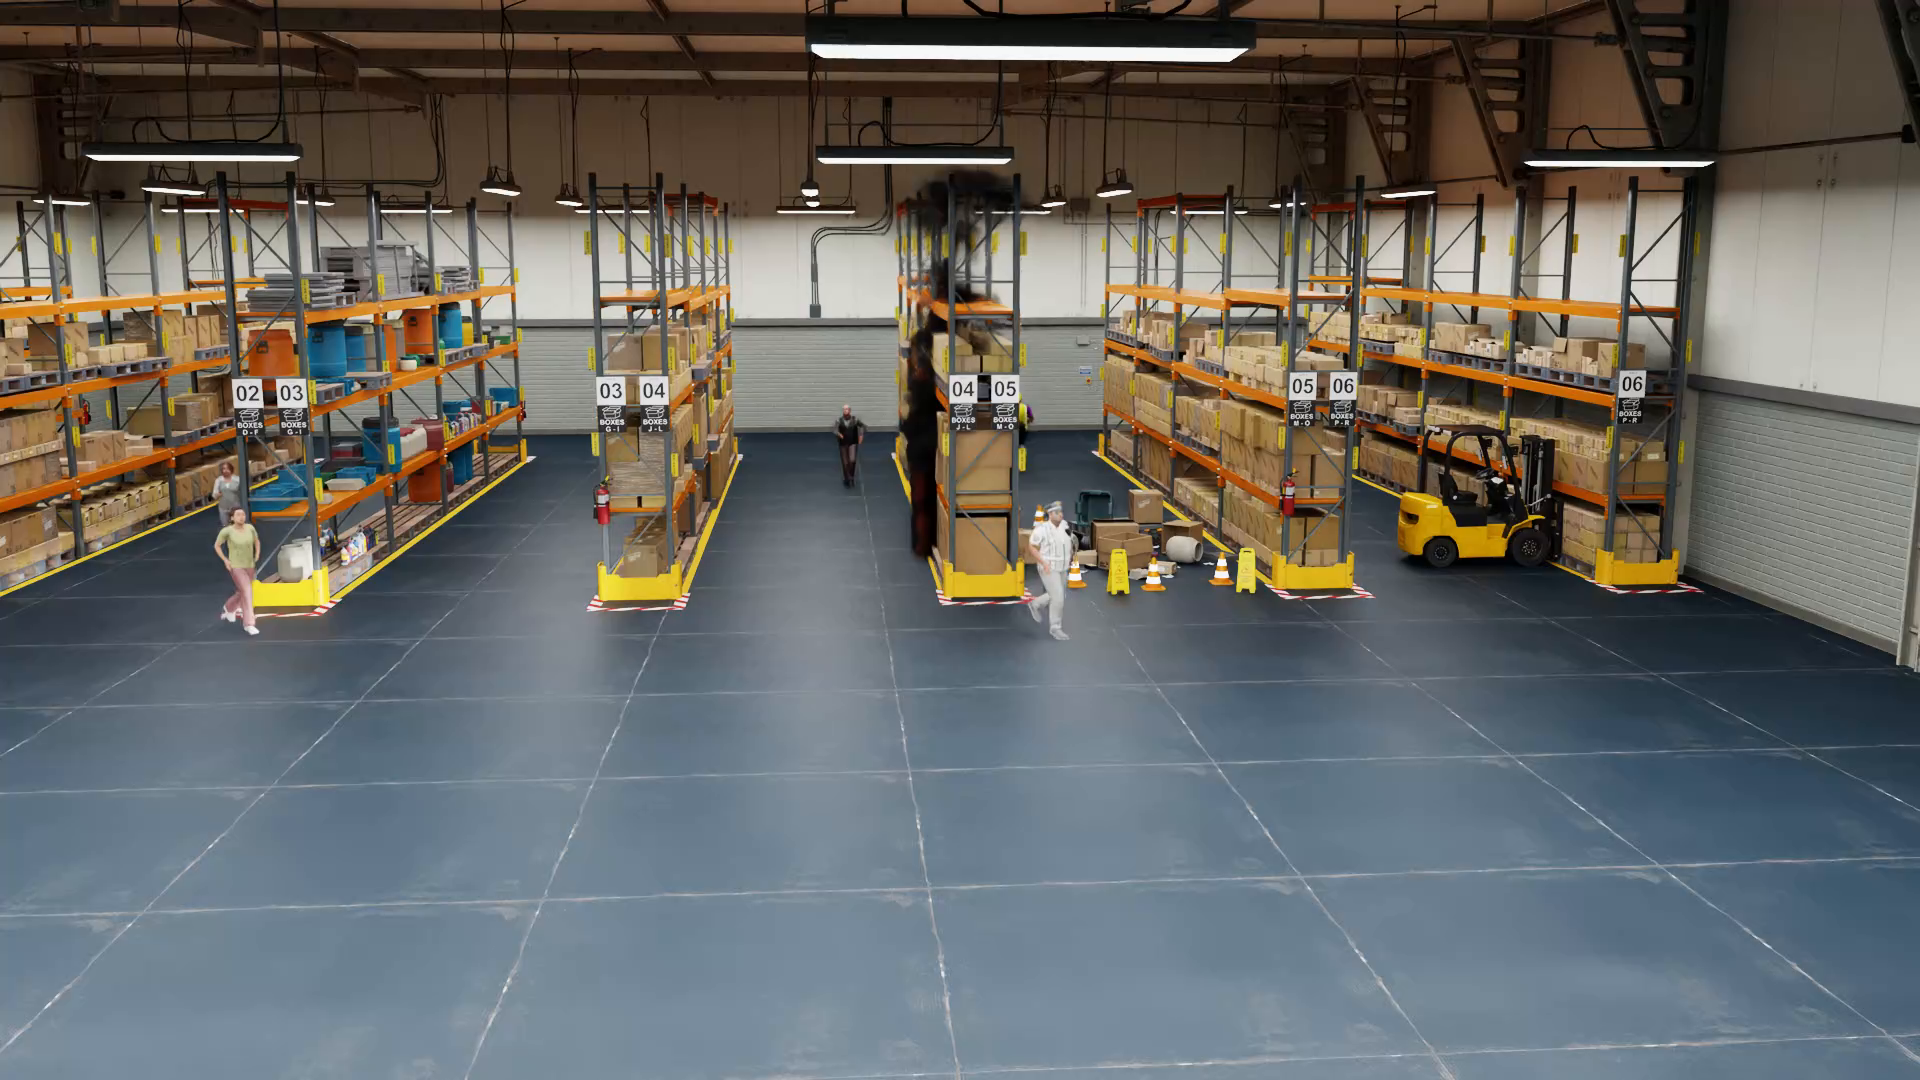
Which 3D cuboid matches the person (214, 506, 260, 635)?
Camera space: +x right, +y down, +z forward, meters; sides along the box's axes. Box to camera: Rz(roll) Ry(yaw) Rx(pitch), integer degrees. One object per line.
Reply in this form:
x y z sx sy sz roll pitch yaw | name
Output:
-9.451 0.365 21.824 0.831 1.666 0.577 8 13 37 | person

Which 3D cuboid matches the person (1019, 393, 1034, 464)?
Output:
1.314 -2.511 37.948 0.683 1.719 0.575 -3 10 -17 | person

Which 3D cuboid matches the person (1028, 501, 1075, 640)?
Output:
1.163 0.361 21.648 0.661 1.785 0.805 -9 13 -42 | person

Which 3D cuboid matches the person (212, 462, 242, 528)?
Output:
-11.654 -0.436 26.578 0.514 1.636 0.666 -2 10 -13 | person

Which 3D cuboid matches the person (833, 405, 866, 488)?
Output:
-2.347 -1.973 35.071 0.662 1.737 0.725 1 10 4 | person
